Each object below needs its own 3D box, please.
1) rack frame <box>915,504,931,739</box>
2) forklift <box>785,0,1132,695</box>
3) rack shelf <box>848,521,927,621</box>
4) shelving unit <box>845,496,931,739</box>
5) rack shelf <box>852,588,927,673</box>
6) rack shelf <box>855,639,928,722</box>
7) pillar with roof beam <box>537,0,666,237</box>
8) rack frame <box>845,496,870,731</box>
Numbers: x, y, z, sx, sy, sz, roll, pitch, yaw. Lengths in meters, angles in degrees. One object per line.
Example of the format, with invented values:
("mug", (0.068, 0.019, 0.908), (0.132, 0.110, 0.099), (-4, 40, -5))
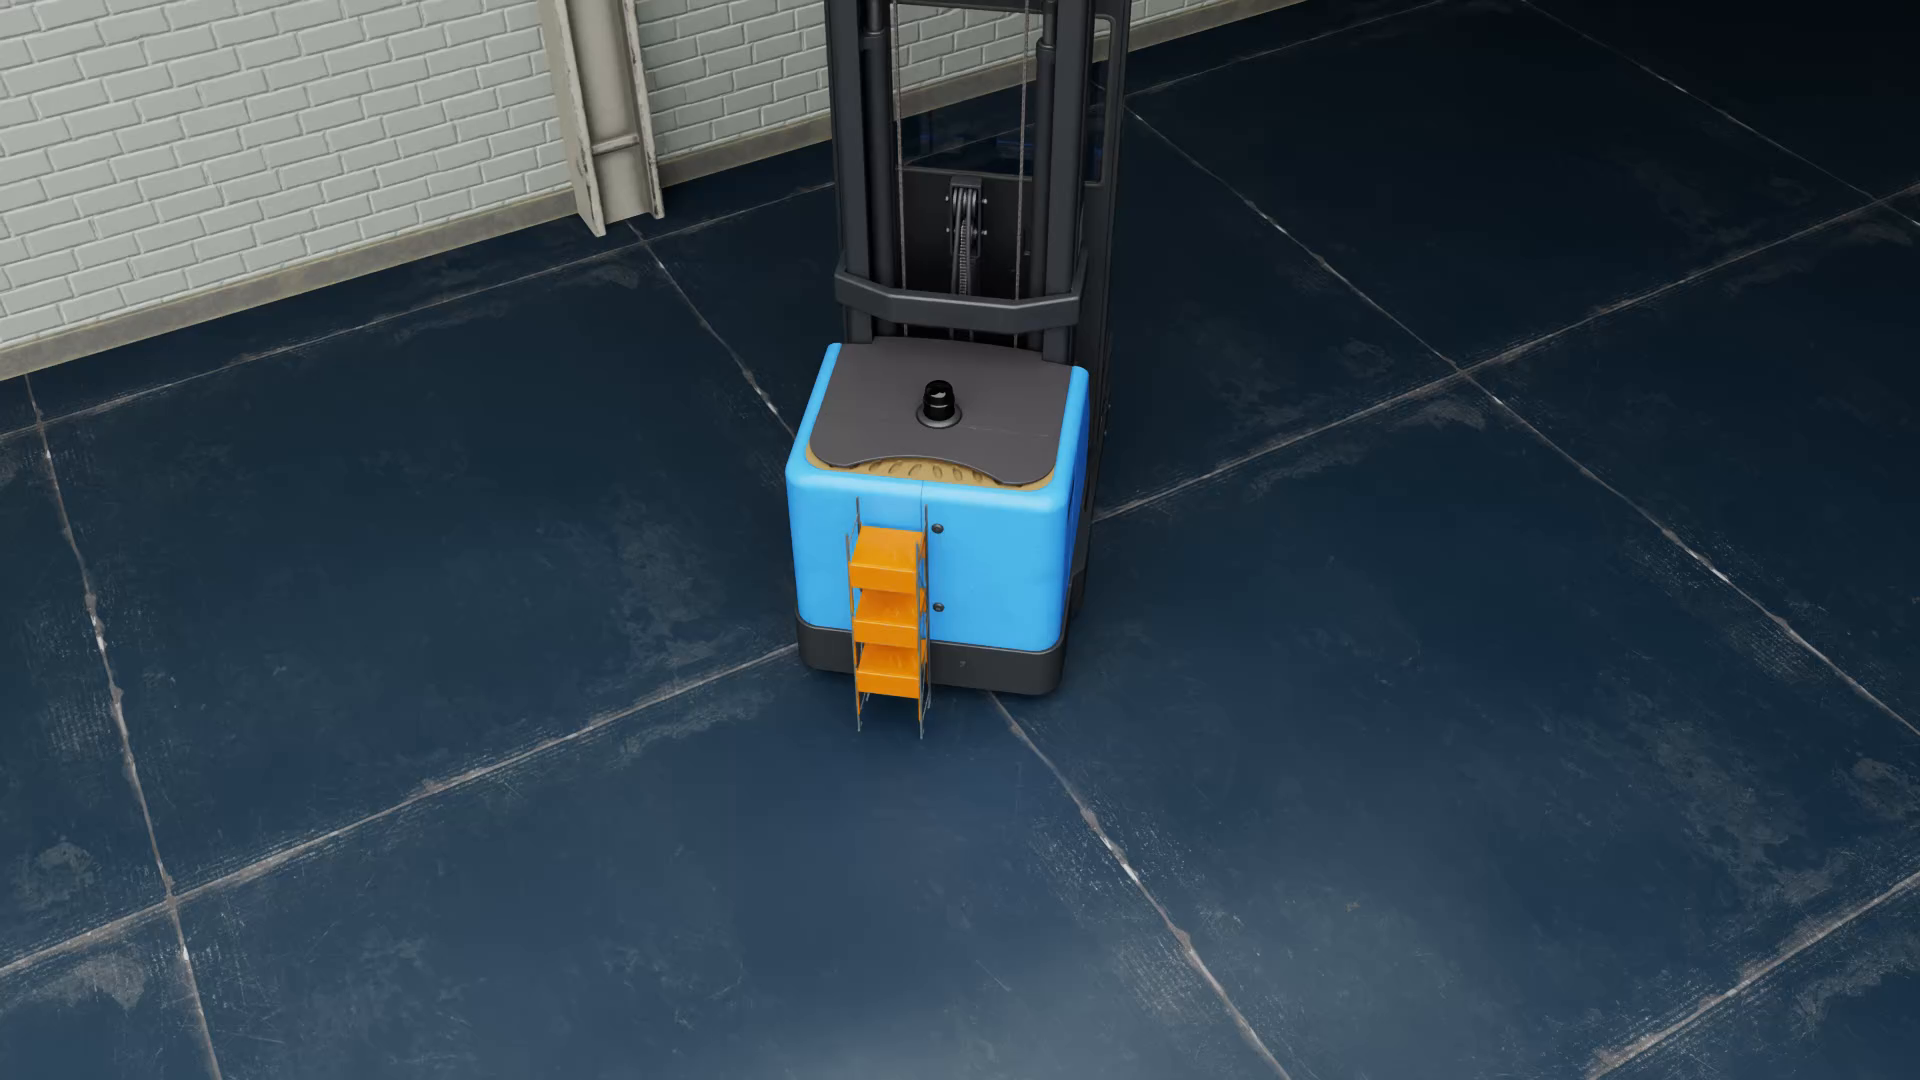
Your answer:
("rack frame", (-0.133, 0.320, 6.096), (0.008, 1.050, 0.200), (6, 45, 6))
("forklift", (0.099, -1.485, 6.605), (1.130, 2.935, 3.031), (6, 44, 6))
("rack shelf", (-0.253, 0.110, 5.920), (0.240, 0.259, 0.215), (6, 45, 6))
("shelving unit", (-0.253, 0.306, 6.110), (0.252, 1.050, 0.215), (6, 45, 6))
("rack shelf", (-0.253, 0.314, 6.117), (0.240, 0.259, 0.215), (6, 45, 6))
("rack shelf", (-0.253, 0.513, 6.311), (0.240, 0.259, 0.215), (6, 45, 6))
("pillar with roof beam", (0.308, -2.401, 3.192), (0.400, 9.000, 9.100), (-22, 48, -21))
("rack frame", (-0.374, 0.293, 6.124), (0.008, 1.050, 0.200), (6, 45, 6))
